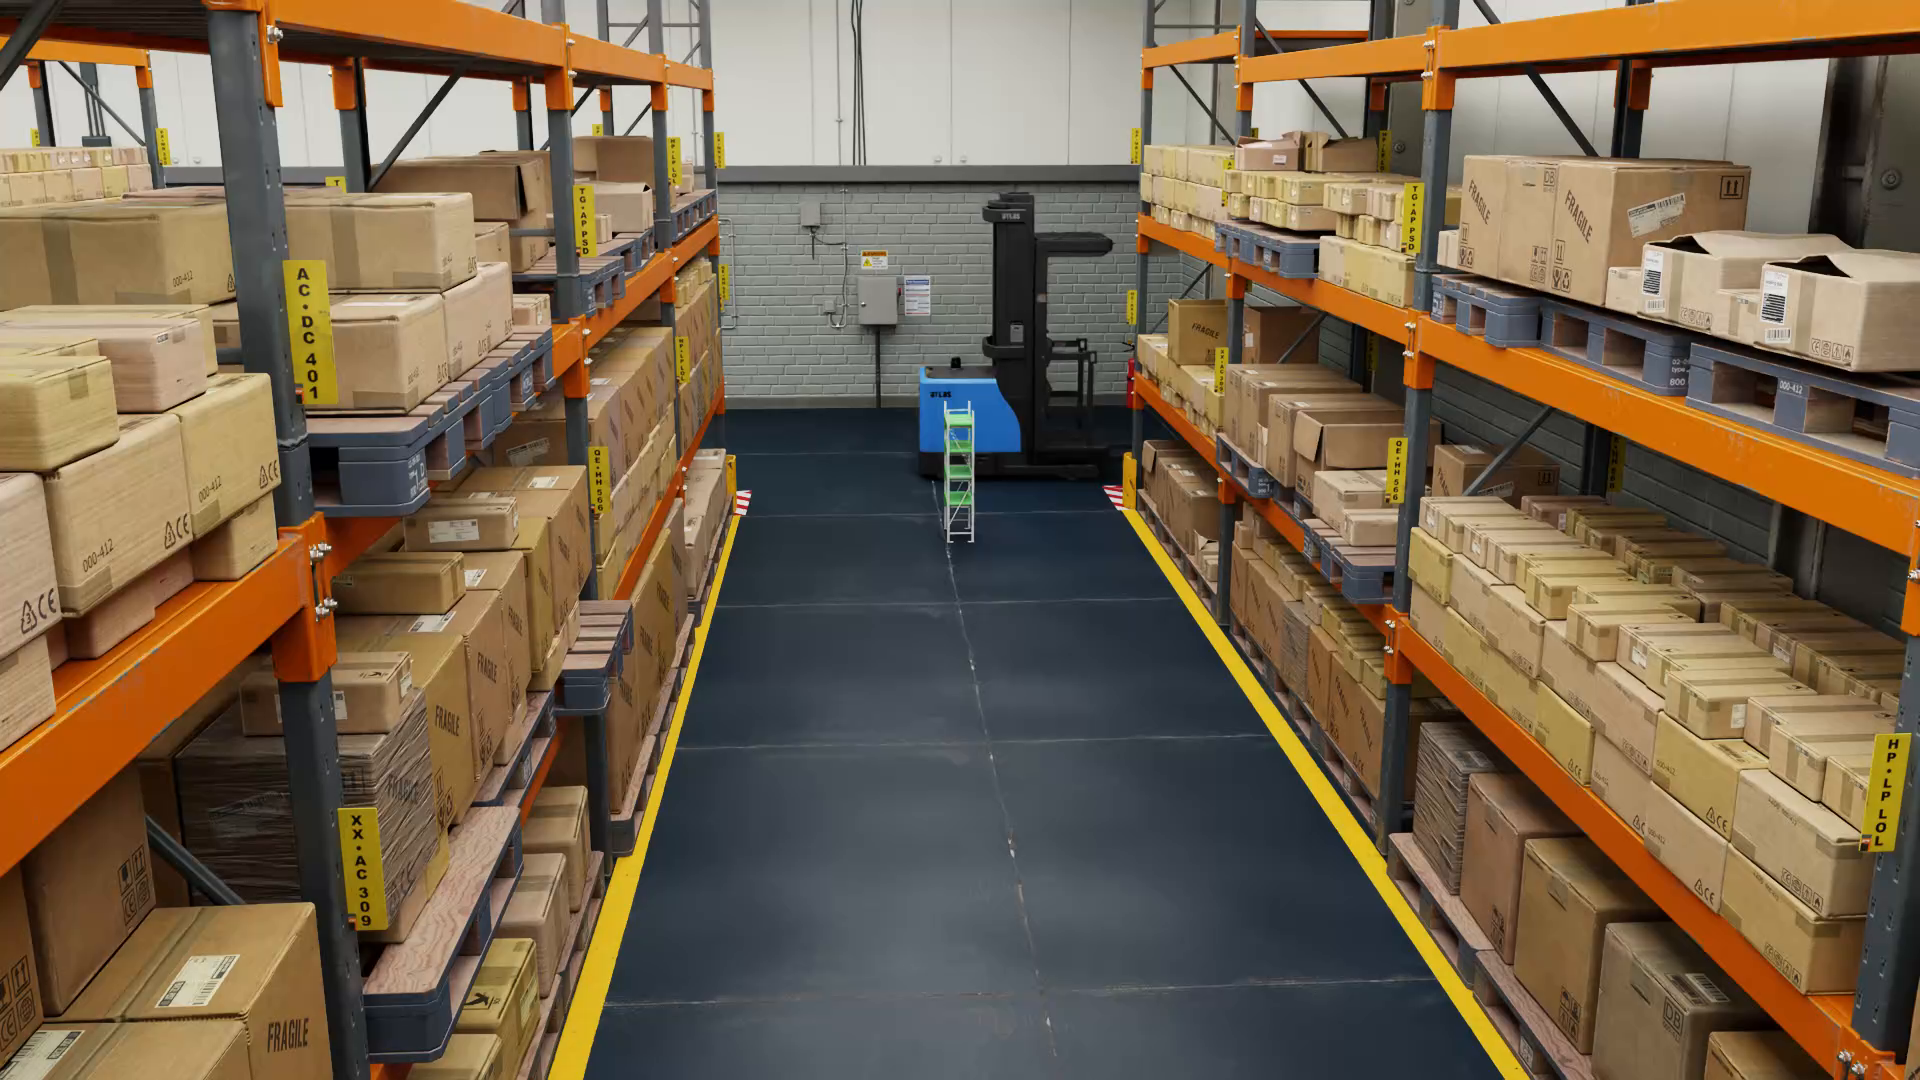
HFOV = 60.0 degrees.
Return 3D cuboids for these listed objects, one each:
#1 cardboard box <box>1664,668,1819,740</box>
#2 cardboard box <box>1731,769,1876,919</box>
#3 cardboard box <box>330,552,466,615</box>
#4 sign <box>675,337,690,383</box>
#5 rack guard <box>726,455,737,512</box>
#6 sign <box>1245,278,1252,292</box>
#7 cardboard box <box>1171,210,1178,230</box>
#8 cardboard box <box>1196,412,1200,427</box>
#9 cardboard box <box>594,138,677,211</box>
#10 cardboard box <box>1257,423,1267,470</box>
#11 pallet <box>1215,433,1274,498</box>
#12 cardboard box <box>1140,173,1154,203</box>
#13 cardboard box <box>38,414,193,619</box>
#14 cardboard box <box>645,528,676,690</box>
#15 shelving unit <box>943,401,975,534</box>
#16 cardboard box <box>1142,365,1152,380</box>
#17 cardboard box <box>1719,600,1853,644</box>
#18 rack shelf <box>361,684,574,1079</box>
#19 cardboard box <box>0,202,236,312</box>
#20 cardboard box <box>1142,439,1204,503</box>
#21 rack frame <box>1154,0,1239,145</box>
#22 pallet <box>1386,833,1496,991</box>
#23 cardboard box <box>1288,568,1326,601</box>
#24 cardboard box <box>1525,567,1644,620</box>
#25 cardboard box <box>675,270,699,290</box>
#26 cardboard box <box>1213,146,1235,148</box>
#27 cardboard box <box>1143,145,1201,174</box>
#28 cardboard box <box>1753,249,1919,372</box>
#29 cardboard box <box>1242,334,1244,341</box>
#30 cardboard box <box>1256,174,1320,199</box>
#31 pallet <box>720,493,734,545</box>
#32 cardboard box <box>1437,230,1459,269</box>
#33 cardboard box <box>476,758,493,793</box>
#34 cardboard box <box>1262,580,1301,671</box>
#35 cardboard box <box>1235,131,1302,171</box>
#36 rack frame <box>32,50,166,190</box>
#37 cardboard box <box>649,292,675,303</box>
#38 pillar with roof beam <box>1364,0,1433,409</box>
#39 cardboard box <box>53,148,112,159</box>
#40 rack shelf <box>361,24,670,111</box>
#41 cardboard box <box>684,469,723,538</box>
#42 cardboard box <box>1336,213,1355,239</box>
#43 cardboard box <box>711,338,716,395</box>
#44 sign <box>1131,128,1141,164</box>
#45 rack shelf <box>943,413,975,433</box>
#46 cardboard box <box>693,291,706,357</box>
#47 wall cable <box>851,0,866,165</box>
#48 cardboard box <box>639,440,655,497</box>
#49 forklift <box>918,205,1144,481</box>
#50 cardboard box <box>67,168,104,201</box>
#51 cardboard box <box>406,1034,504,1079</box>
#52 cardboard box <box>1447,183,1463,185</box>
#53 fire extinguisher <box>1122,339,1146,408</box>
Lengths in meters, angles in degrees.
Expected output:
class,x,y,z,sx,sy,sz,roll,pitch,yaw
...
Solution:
class,x,y,z,sx,sy,sz,roll,pitch,yaw
cardboard box,2.547,0.533,5.433,0.380,0.149,0.250,-1,14,-5
cardboard box,2.650,0.878,4.891,0.500,0.250,0.500,-1,14,-5
cardboard box,-1.865,0.143,5.511,0.380,0.149,0.250,0,14,0
sign,-1.973,-1.279,11.814,0.100,0.325,0.005,-1,14,-3
rack guard,-2.763,-0.536,16.107,1.175,0.500,0.348,-1,14,-3
sign,2.747,-2.536,15.904,0.100,0.325,0.005,-1,14,-3
cardboard box,1.978,-2.684,13.922,0.380,0.149,0.250,-1,14,-3
cardboard box,2.101,-0.972,13.287,0.380,0.149,0.250,-1,14,-2
cardboard box,-2.341,-2.649,12.036,0.500,0.500,0.500,-1,14,-2
cardboard box,2.143,-0.610,10.806,0.396,0.266,0.258,0,14,-1
pallet,2.380,-0.530,11.453,1.003,0.211,1.213,-1,14,-3
cardboard box,1.947,-3.228,15.237,0.500,0.250,0.500,-1,14,-4
cardboard box,-1.690,-0.049,2.882,0.500,0.250,0.500,-1,14,-4
cardboard box,-2.332,0.457,10.652,0.966,0.875,0.966,-2,15,-8
shelving unit,-6.149,0.483,10.742,13.061,1.200,8.595,-1,14,-3
cardboard box,1.938,-1.611,15.771,0.380,0.149,0.250,-1,14,-4
cardboard box,3.080,0.333,6.211,0.380,0.149,0.250,-1,14,-3
rack shelf,-2.142,1.095,6.196,1.077,0.370,4.000,-1,14,-3
cardboard box,-2.182,-0.724,4.256,0.500,0.250,0.500,-1,14,-2
cardboard box,2.135,-0.659,15.736,0.797,0.503,0.637,-1,15,-6
rack frame,2.189,-4.724,15.326,0.949,2.616,0.053,-1,14,-3
pallet,2.700,1.727,7.891,1.003,0.211,1.213,-1,14,-3
cardboard box,2.340,0.287,10.765,0.380,0.149,0.250,0,14,-1
cardboard box,2.504,0.213,6.675,0.380,0.149,0.250,-1,14,-2
cardboard box,-2.406,-2.185,13.990,0.380,0.149,0.250,-1,14,-2
cardboard box,2.530,-3.349,14.704,0.500,0.250,0.500,-1,14,-5
cardboard box,1.969,-3.470,15.176,0.500,0.250,0.500,-1,14,-4
cardboard box,2.647,-0.672,4.732,0.500,0.311,0.500,-1,14,-5
cardboard box,2.485,-1.780,15.627,0.500,0.250,0.500,0,14,-2
cardboard box,2.124,-2.277,10.700,0.380,0.149,0.250,-1,14,-4
pallet,-2.634,-0.193,15.352,1.003,0.211,1.213,-1,14,-3
cardboard box,2.406,-1.329,7.577,0.380,0.166,0.250,-1,14,-4
cardboard box,-1.826,0.762,5.707,0.380,0.149,0.250,-1,14,-3
cardboard box,2.314,0.564,10.989,0.500,0.500,0.500,-1,14,-5
cardboard box,2.110,-2.671,11.400,0.396,0.266,0.258,-1,14,-4
rack frame,-7.696,-4.545,14.630,1.000,3.000,0.127,-1,14,-3
cardboard box,-2.307,-1.739,12.256,0.380,0.149,0.250,-1,14,-3
pillar with roof beam,-1.001,-3.850,11.929,9.100,9.000,0.400,-1,14,-3
cardboard box,-7.448,-3.250,14.115,0.380,0.149,0.250,-1,14,-5
rack shelf,-2.390,-2.612,9.365,1.077,0.370,4.000,-1,14,-3
cardboard box,-2.556,-0.313,14.524,0.875,0.438,0.875,0,14,-2
cardboard box,2.372,-1.807,9.510,0.380,0.149,0.250,0,14,-2
cardboard box,-2.452,-1.548,14.824,0.500,0.500,0.500,-1,14,-5
sign,1.650,-3.686,15.559,0.100,0.325,0.005,-1,14,-3
rack shelf,-0.010,-1.025,14.933,0.258,0.148,0.480,-1,14,-3
cardboard box,-2.376,-1.780,13.716,0.500,0.500,0.500,-1,14,-4
wall cable,0.138,-6.119,20.675,2.988,3.039,0.133,-1,14,-3
cardboard box,-2.119,-0.430,9.974,0.500,0.250,0.500,-1,14,-2
forklift,-2.802,-1.915,16.765,10.829,2.843,2.598,0,14,-2
cardboard box,-7.352,-2.896,13.541,0.500,0.250,0.500,-1,14,-3
cardboard box,-2.101,2.004,5.650,0.950,0.372,0.625,0,14,0
cardboard box,2.802,-1.956,9.493,0.380,0.149,0.250,-1,14,-4
fire extinguisher,1.721,-1.630,16.245,0.296,0.674,0.183,-1,14,-3
